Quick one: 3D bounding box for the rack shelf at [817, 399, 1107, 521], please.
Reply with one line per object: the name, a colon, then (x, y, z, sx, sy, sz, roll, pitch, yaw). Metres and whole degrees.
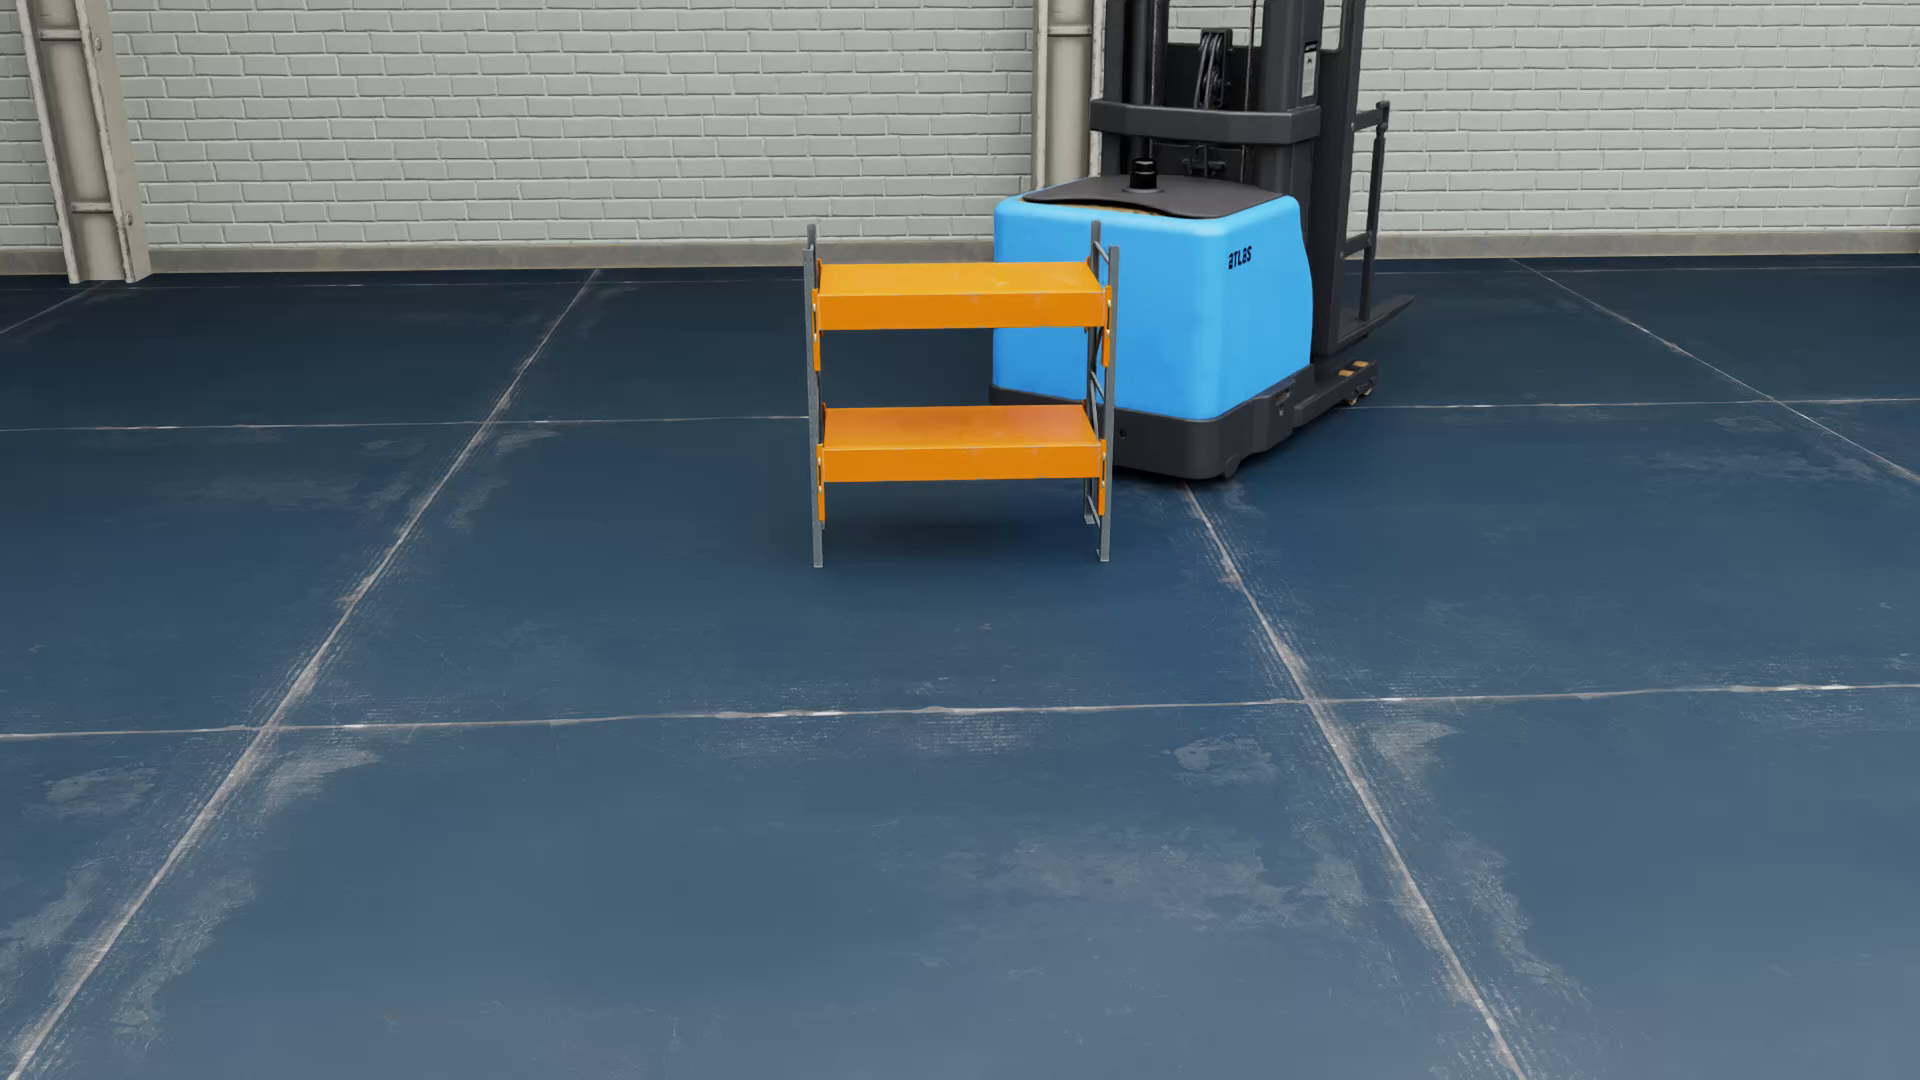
rack shelf: (-0.007, -0.297, 6.007, 1.000, 0.278, 0.538, -1, 21, -3)

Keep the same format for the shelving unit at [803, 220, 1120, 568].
shelving unit: (-0.007, -0.526, 5.920, 1.048, 1.125, 0.538, -1, 21, -3)

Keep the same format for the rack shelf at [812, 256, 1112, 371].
rack shelf: (-0.007, -0.799, 5.816, 1.000, 0.278, 0.538, -1, 21, -3)

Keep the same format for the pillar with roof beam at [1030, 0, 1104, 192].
pillar with roof beam: (0.908, -4.446, 5.151, 0.400, 9.000, 9.100, -1, 21, -3)

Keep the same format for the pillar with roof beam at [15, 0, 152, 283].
pillar with roof beam: (-5.082, -4.324, 4.831, 0.400, 9.000, 9.100, -1, 21, -3)

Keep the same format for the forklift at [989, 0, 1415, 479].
forklift: (1.341, -2.080, 7.466, 1.130, 2.935, 3.031, 13, 24, 30)

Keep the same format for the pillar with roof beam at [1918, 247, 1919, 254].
pillar with roof beam: (6.898, -4.568, 5.471, 0.400, 9.000, 9.100, -1, 21, -3)

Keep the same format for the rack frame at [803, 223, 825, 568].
rack frame: (-0.514, -0.515, 5.893, 0.032, 1.125, 0.500, -1, 21, -3)

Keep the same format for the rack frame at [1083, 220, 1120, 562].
rack frame: (0.501, -0.536, 5.948, 0.032, 1.125, 0.500, -1, 21, -3)
